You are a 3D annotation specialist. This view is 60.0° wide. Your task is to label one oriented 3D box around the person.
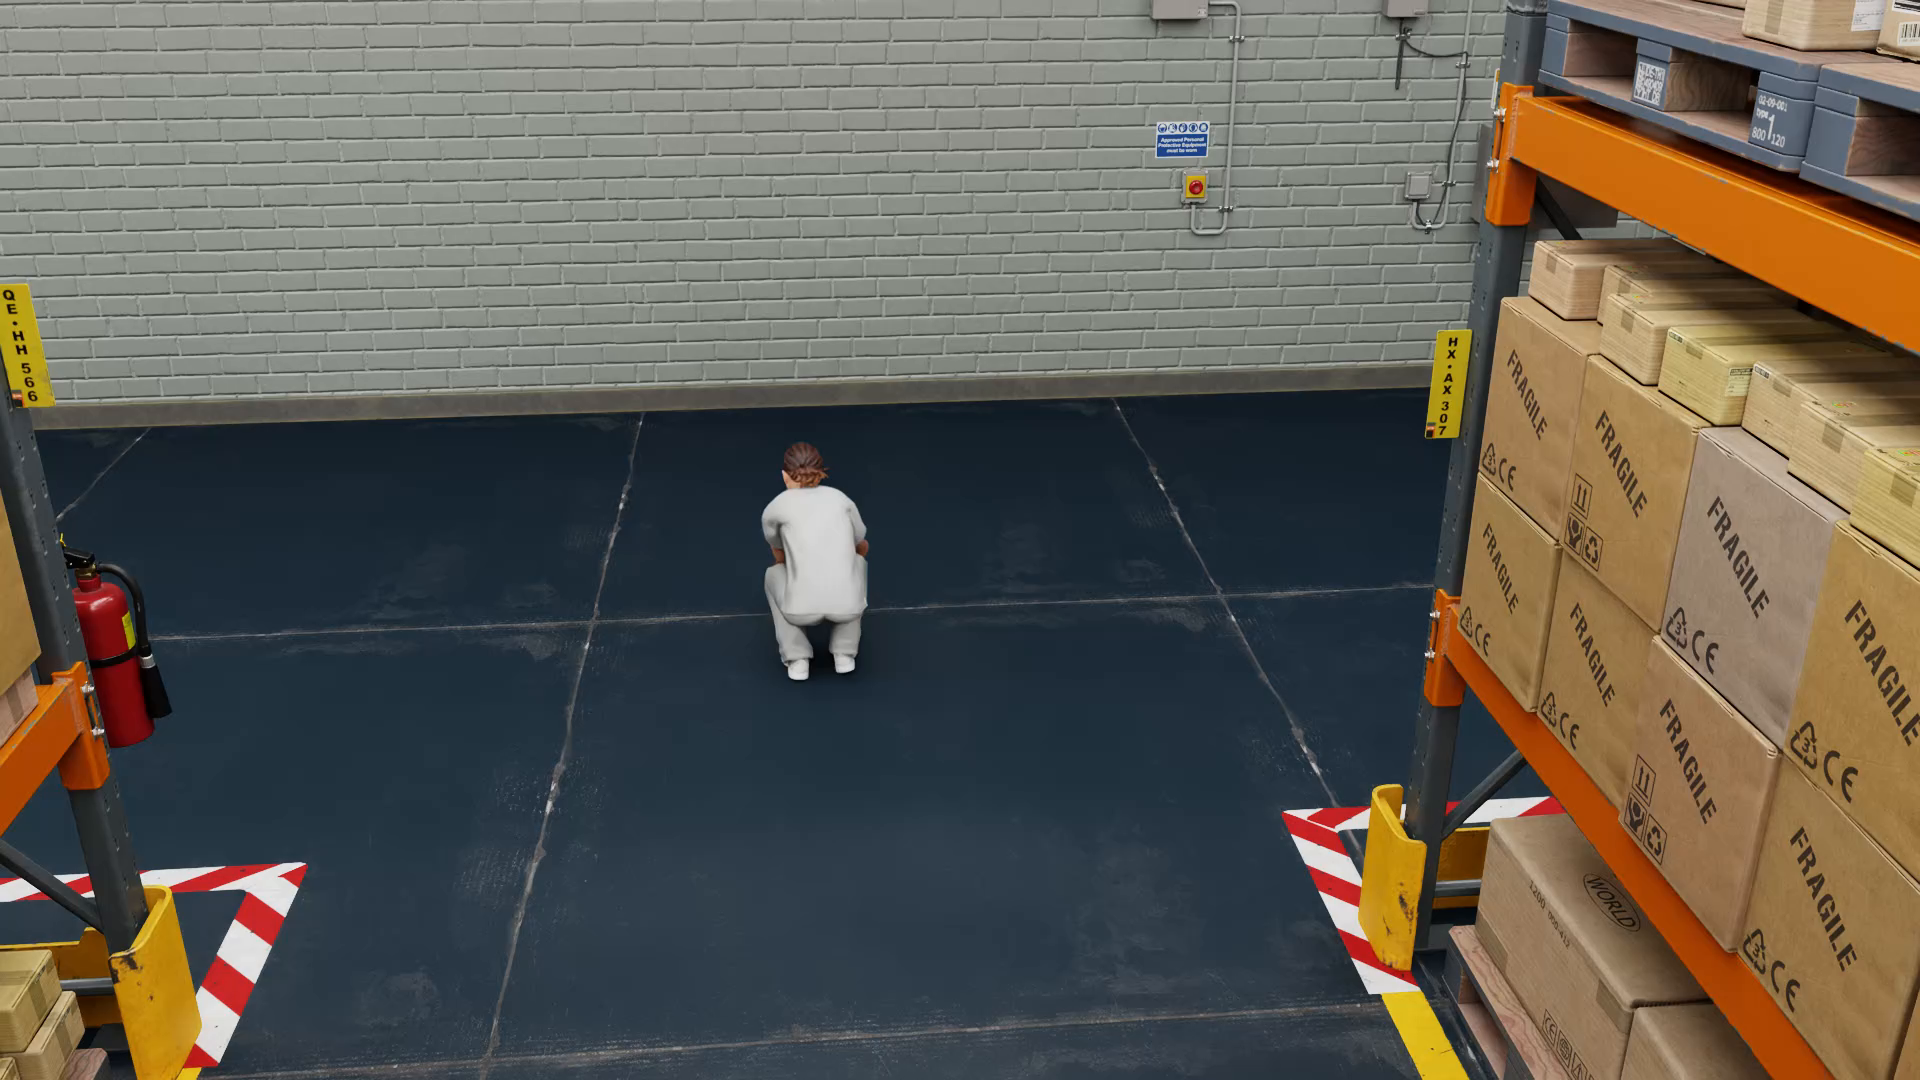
[{"bbox_3d":[-0.633,0.078,7.352,0.479,0.936,0.806,-2,24,-6],"label":"person"}]
